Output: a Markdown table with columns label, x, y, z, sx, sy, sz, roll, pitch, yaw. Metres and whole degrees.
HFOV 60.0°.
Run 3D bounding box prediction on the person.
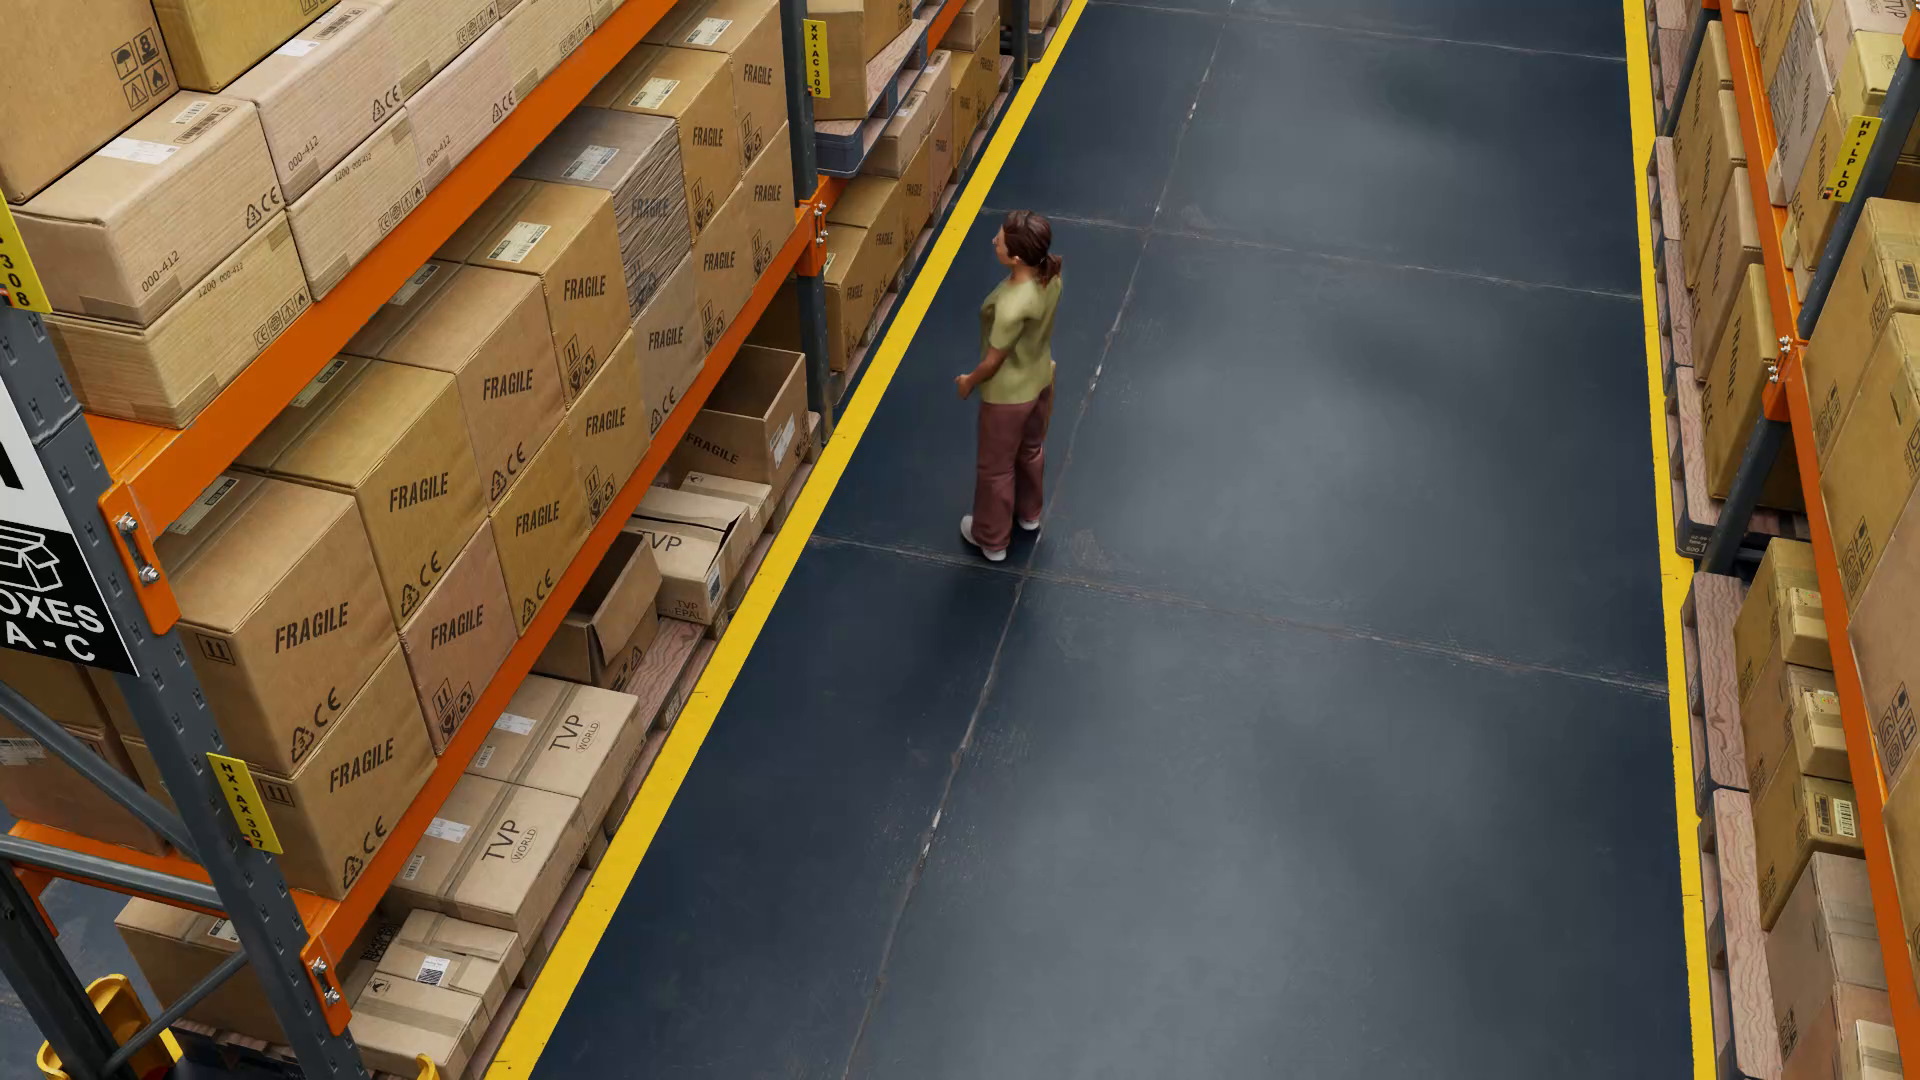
| label | x | y | z | sx | sy | sz | roll | pitch | yaw |
| --- | --- | --- | --- | --- | --- | --- | --- | --- | --- |
| person | 0.212 | -0.654 | 6.879 | 0.416 | 1.684 | 0.526 | 20 | 45 | 21 |
